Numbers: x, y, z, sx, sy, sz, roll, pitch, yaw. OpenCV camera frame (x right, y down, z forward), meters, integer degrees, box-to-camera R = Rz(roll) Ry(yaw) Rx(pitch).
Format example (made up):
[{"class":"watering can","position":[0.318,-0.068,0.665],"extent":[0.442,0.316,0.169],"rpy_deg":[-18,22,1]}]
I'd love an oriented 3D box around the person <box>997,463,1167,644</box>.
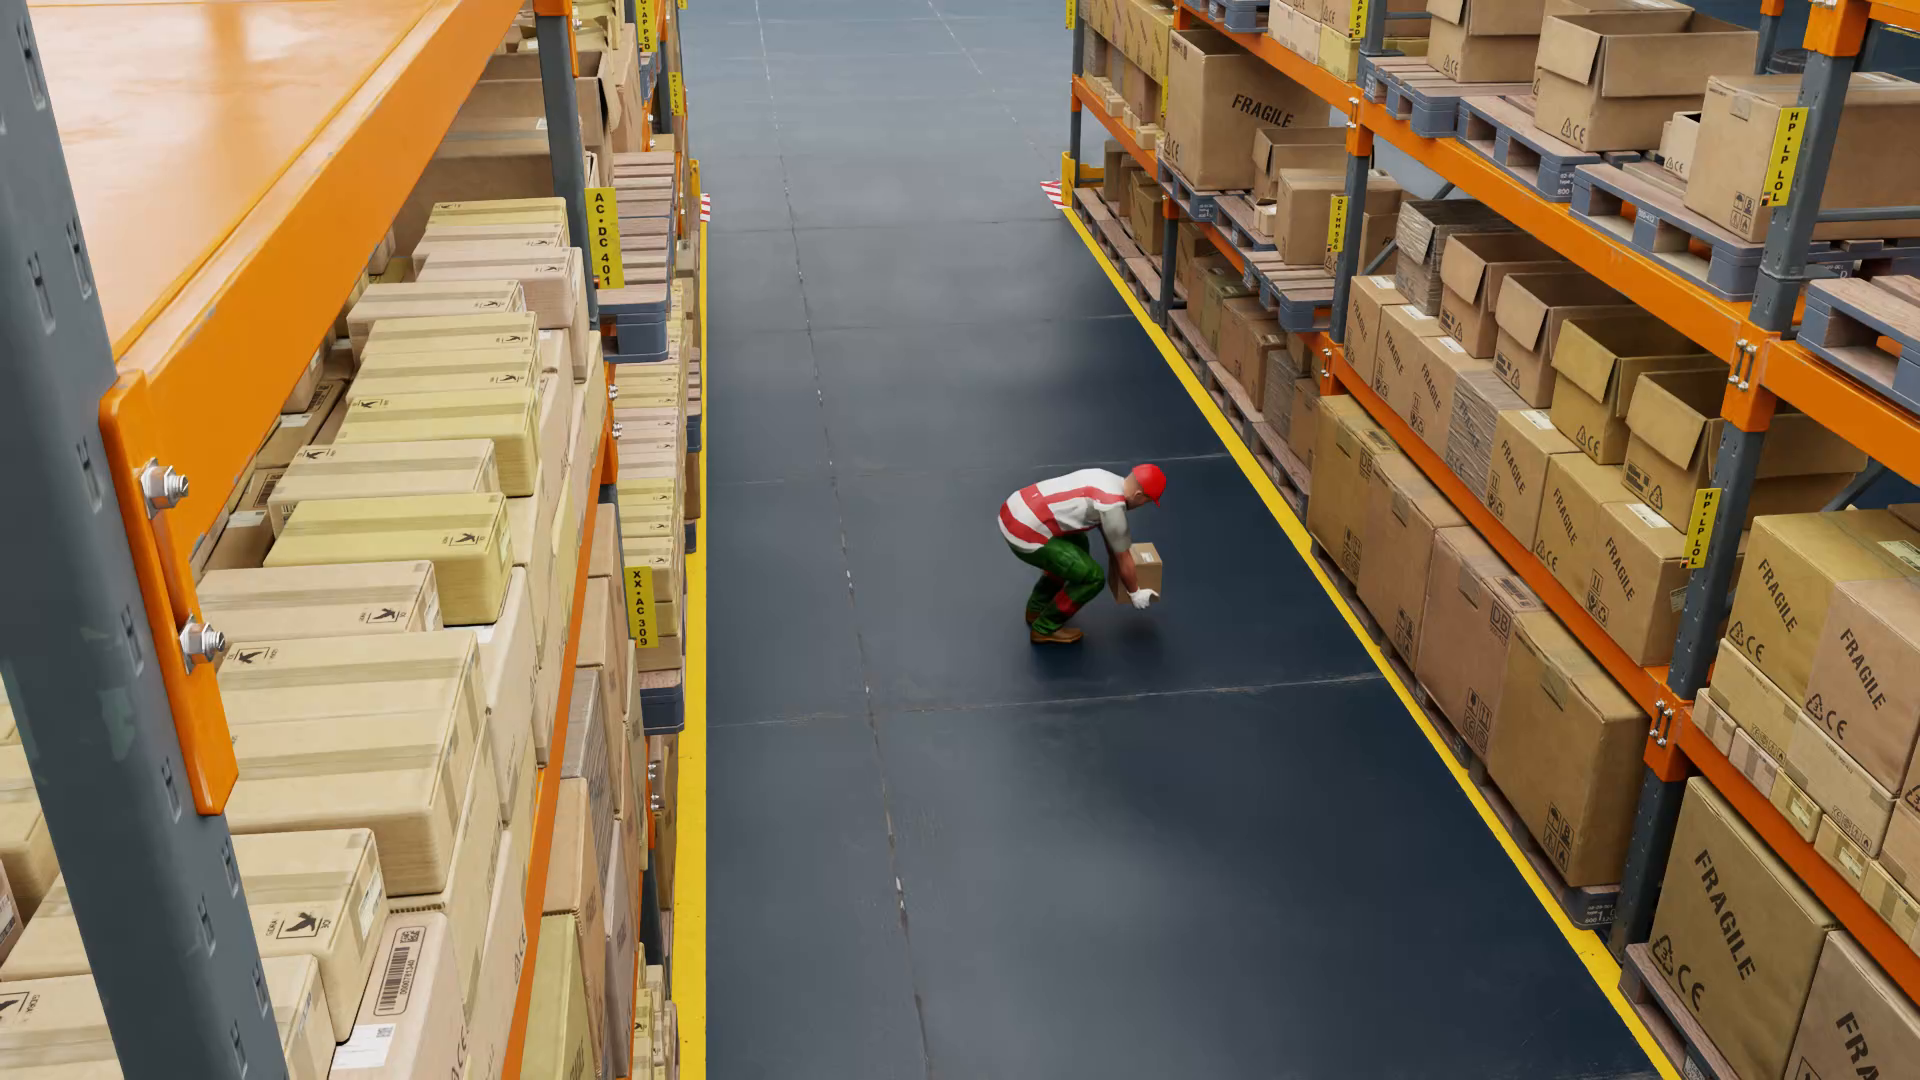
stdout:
[{"class":"person","position":[0.685,0.059,9.364],"extent":[0.946,0.985,0.535],"rpy_deg":[-5,27,-9]}]
